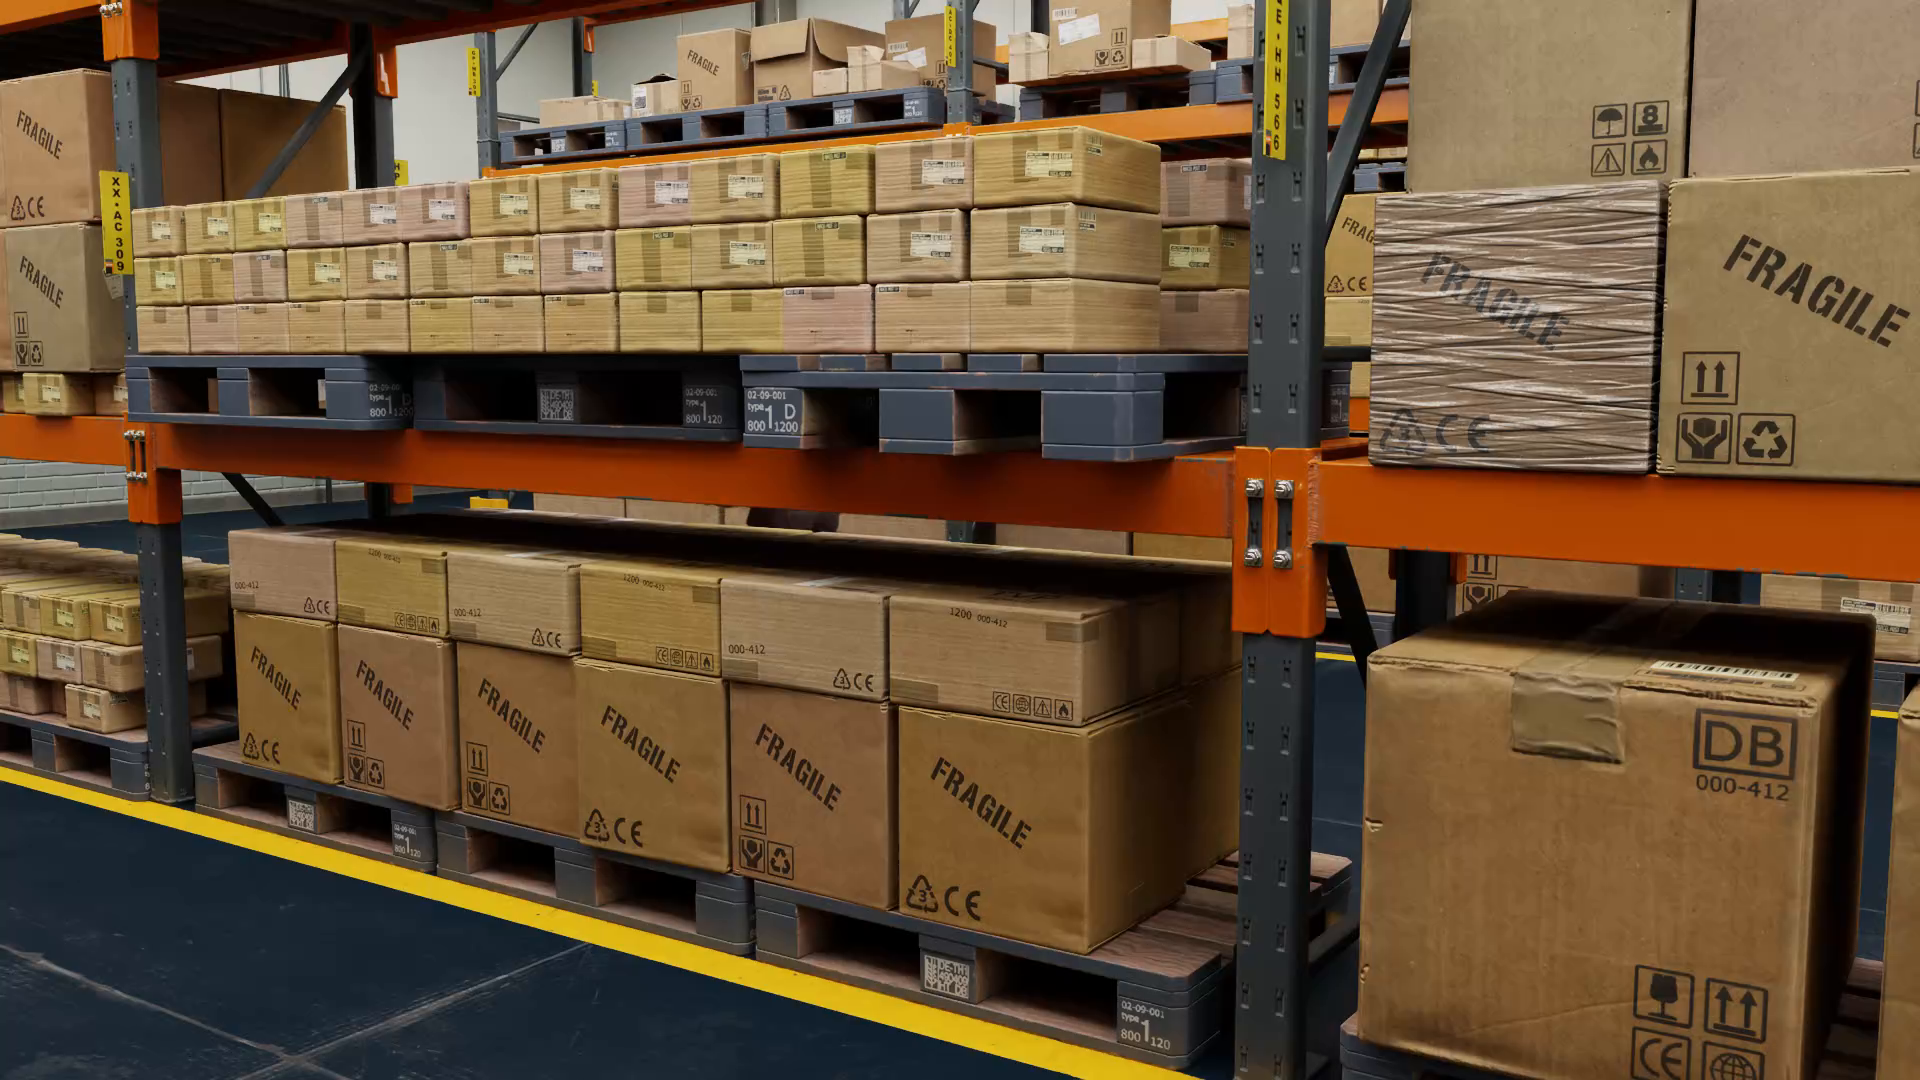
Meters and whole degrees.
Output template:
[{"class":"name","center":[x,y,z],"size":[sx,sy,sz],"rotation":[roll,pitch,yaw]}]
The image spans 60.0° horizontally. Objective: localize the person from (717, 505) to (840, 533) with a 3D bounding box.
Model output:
[{"class":"person","center":[-0.792,-0.119,7.012],"size":[0.556,1.713,0.494],"rotation":[4,8,35]}]
